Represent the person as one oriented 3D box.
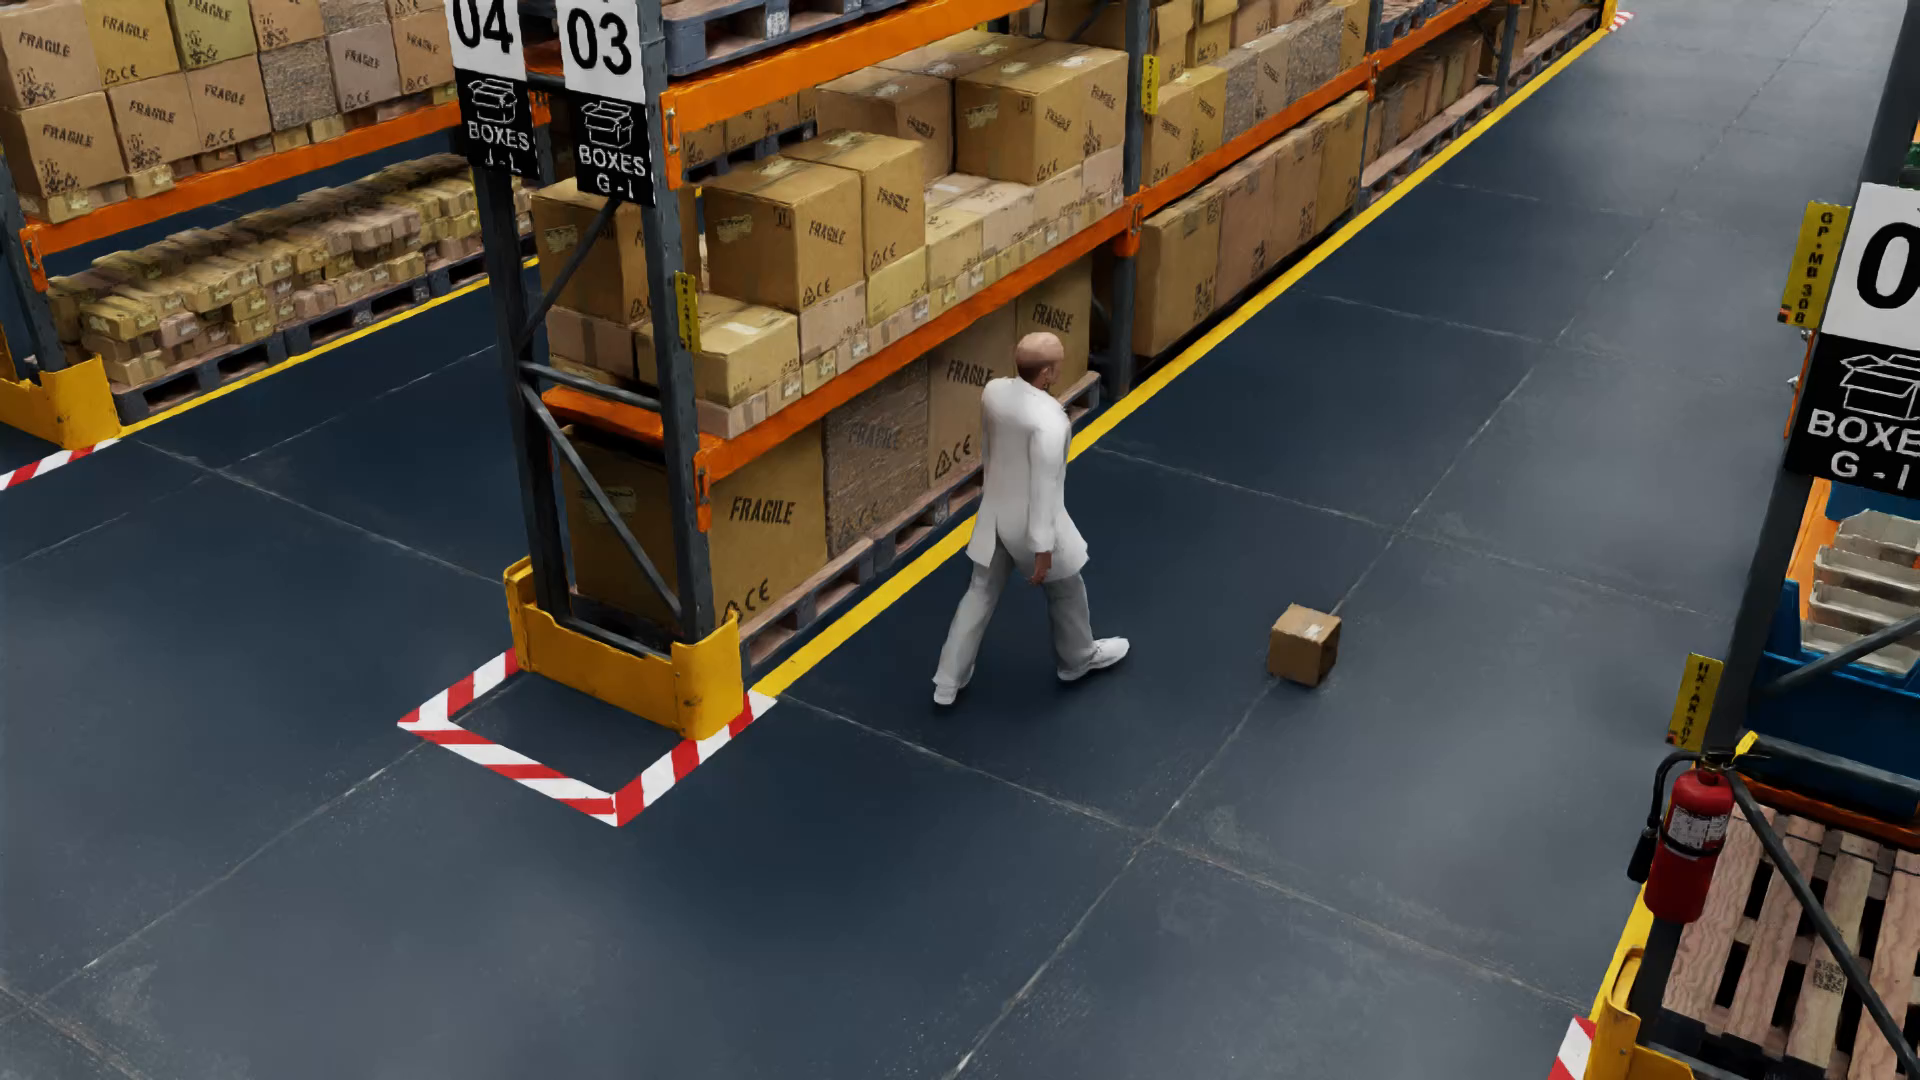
[{"bbox_3d":[0.295,-0.105,7.342,0.996,1.748,0.618,-20,36,-31],"label":"person"}]
